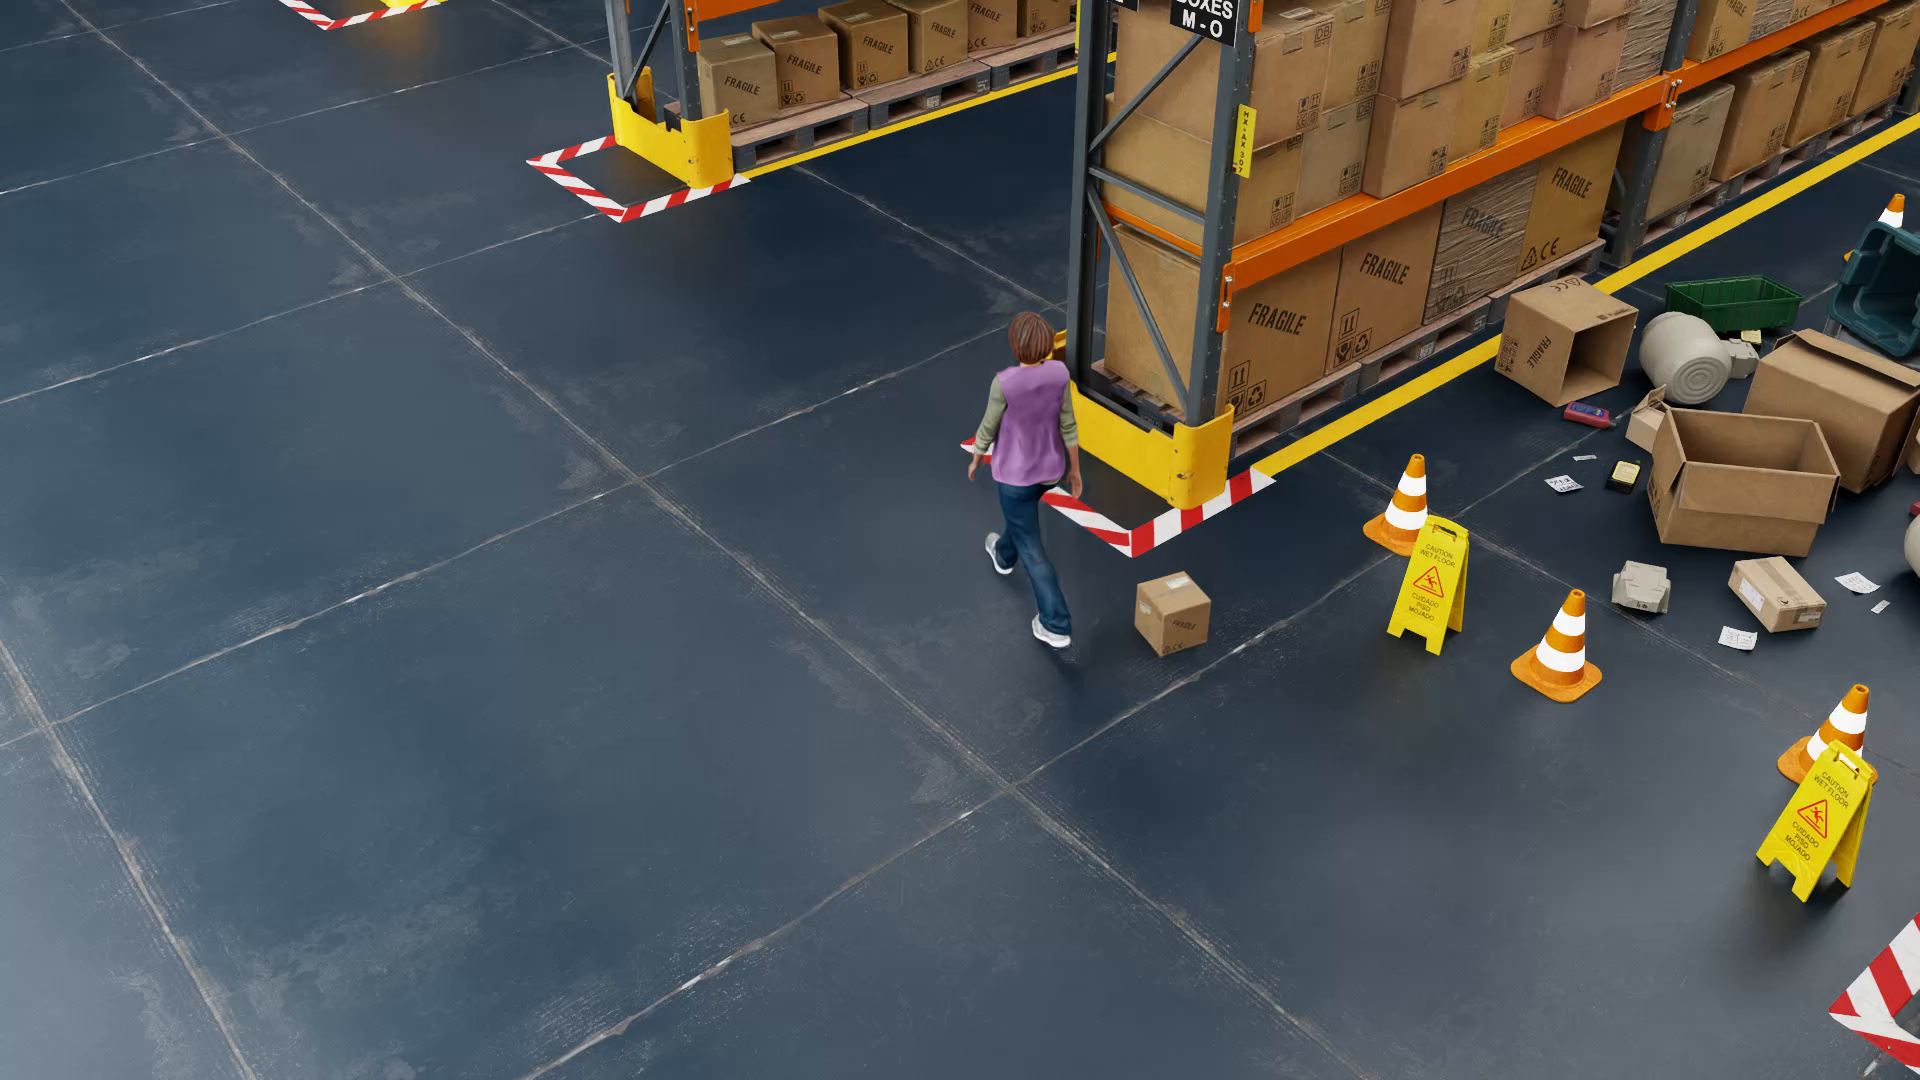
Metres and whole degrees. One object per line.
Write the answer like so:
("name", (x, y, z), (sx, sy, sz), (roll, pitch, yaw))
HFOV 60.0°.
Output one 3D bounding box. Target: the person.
("person", (0.298, -0.326, 7.526), (0.437, 1.546, 0.968), (-18, 40, -22))
